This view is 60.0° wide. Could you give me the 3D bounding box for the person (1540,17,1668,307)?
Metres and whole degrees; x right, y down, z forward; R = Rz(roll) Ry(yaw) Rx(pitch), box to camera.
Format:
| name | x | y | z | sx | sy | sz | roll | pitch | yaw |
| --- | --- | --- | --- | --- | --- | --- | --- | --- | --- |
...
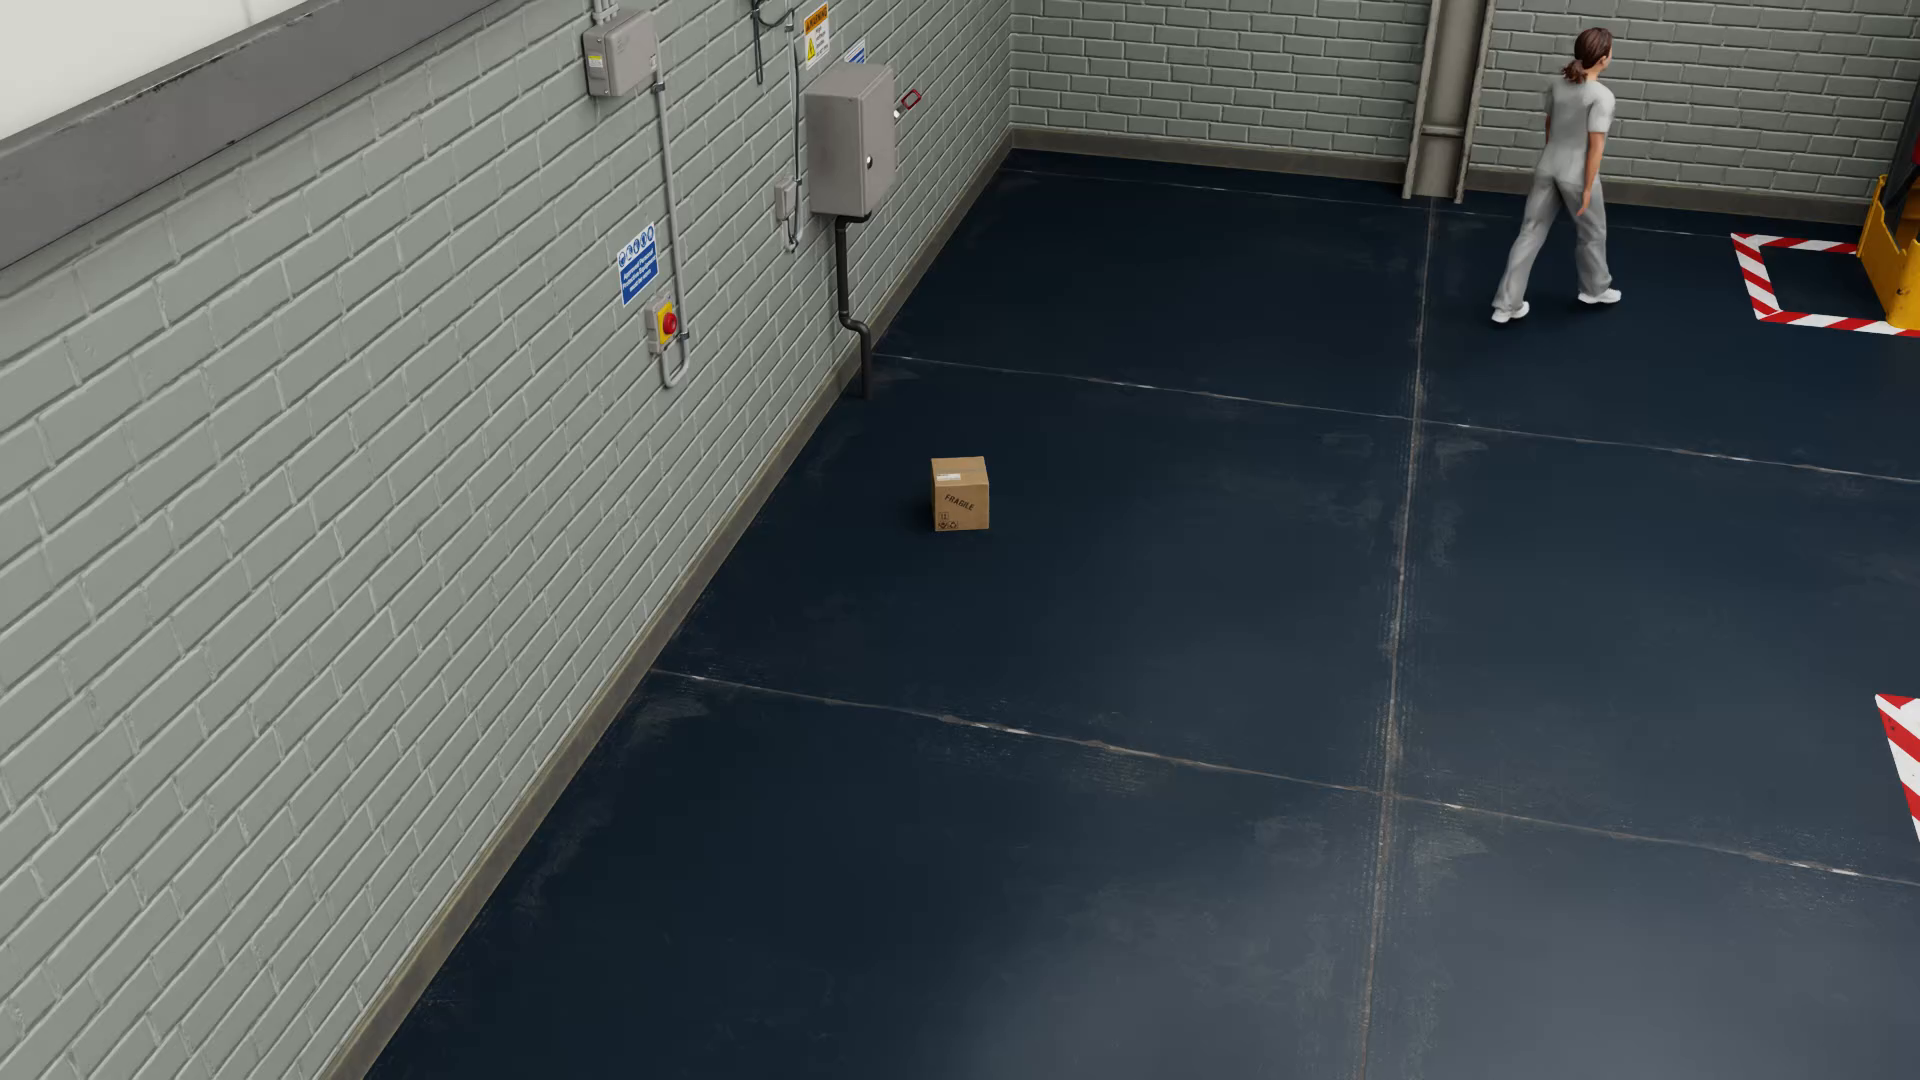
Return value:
| name | x | y | z | sx | sy | sz | roll | pitch | yaw |
| --- | --- | --- | --- | --- | --- | --- | --- | --- | --- |
| person | 3.659 | -1.989 | 9.411 | 0.613 | 1.416 | 0.461 | -18 | 37 | -26 |
